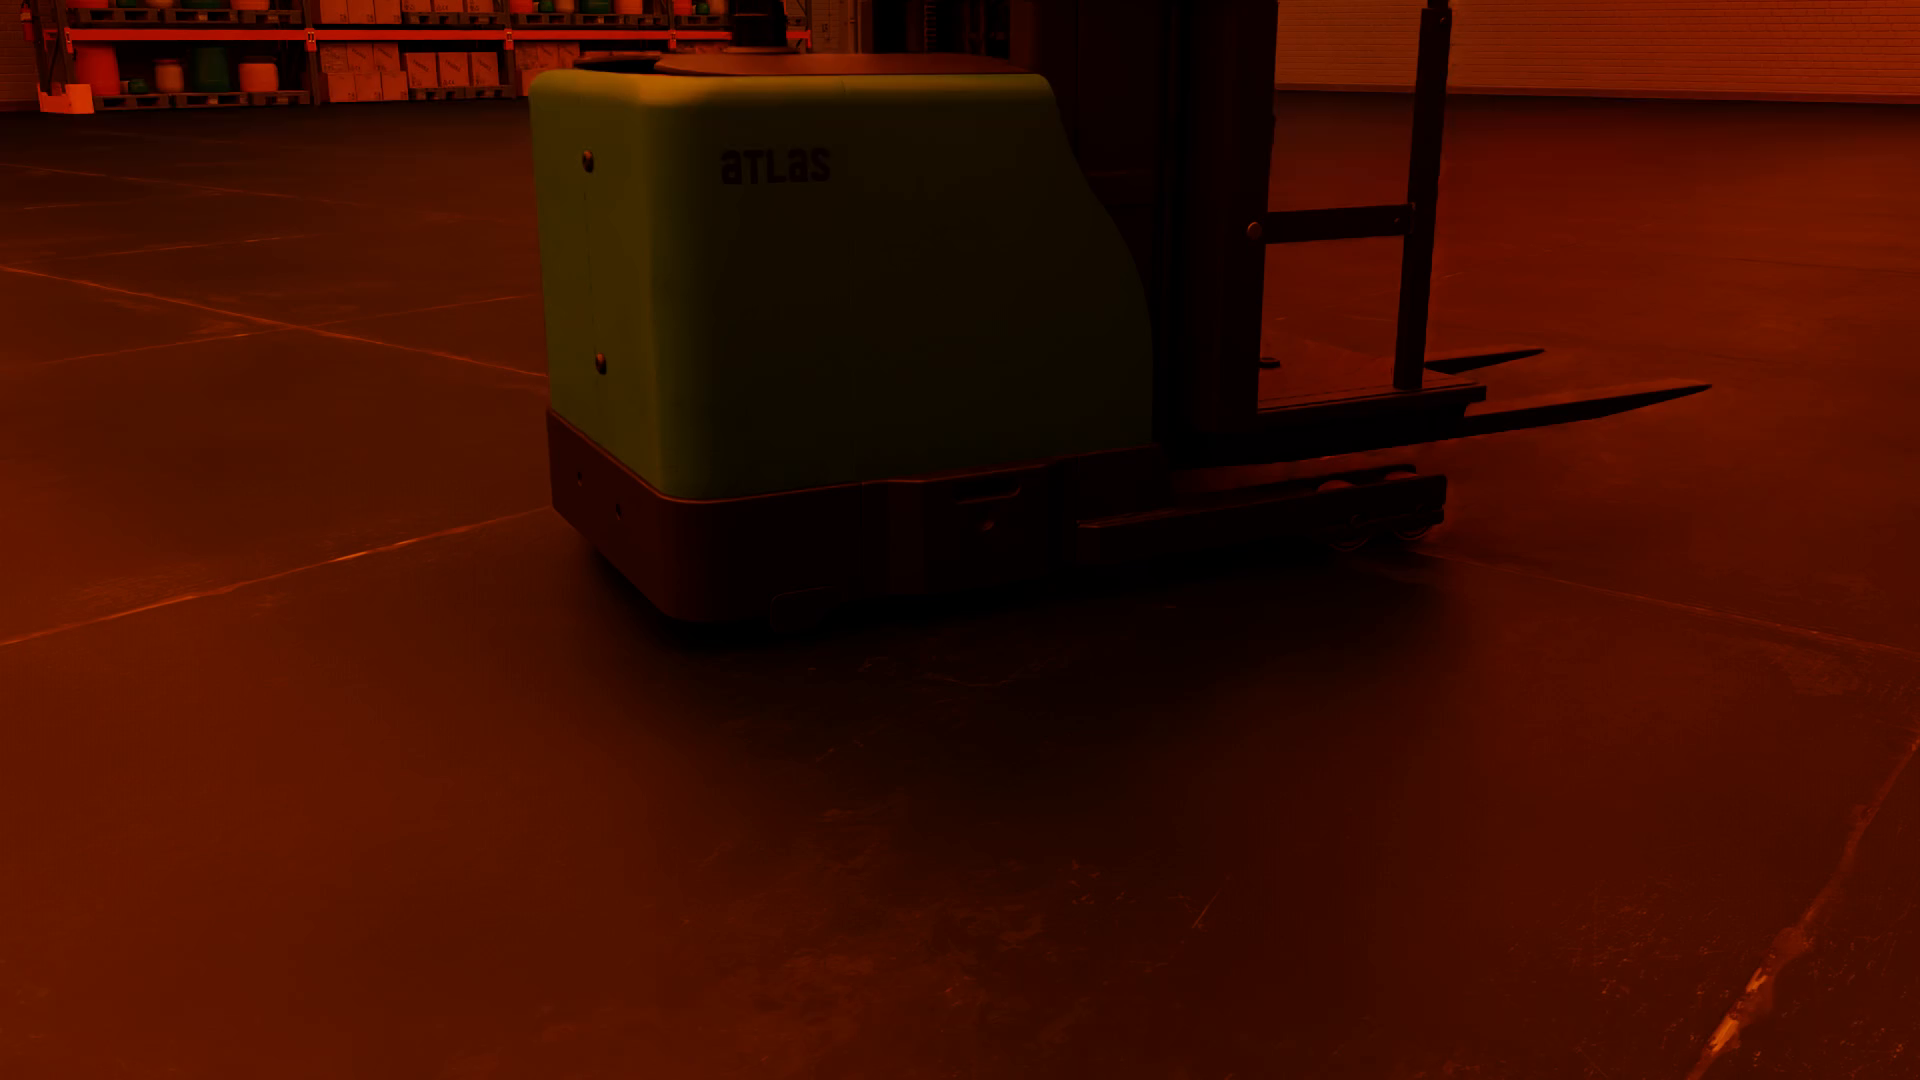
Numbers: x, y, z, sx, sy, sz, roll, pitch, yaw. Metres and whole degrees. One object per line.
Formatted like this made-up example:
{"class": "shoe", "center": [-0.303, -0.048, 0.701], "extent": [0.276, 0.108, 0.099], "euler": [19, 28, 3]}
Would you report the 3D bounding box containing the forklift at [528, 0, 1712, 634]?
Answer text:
{"class": "forklift", "center": [0.576, -1.501, 3.841], "extent": [3.031, 2.935, 1.130], "euler": [-9, 19, -26]}
